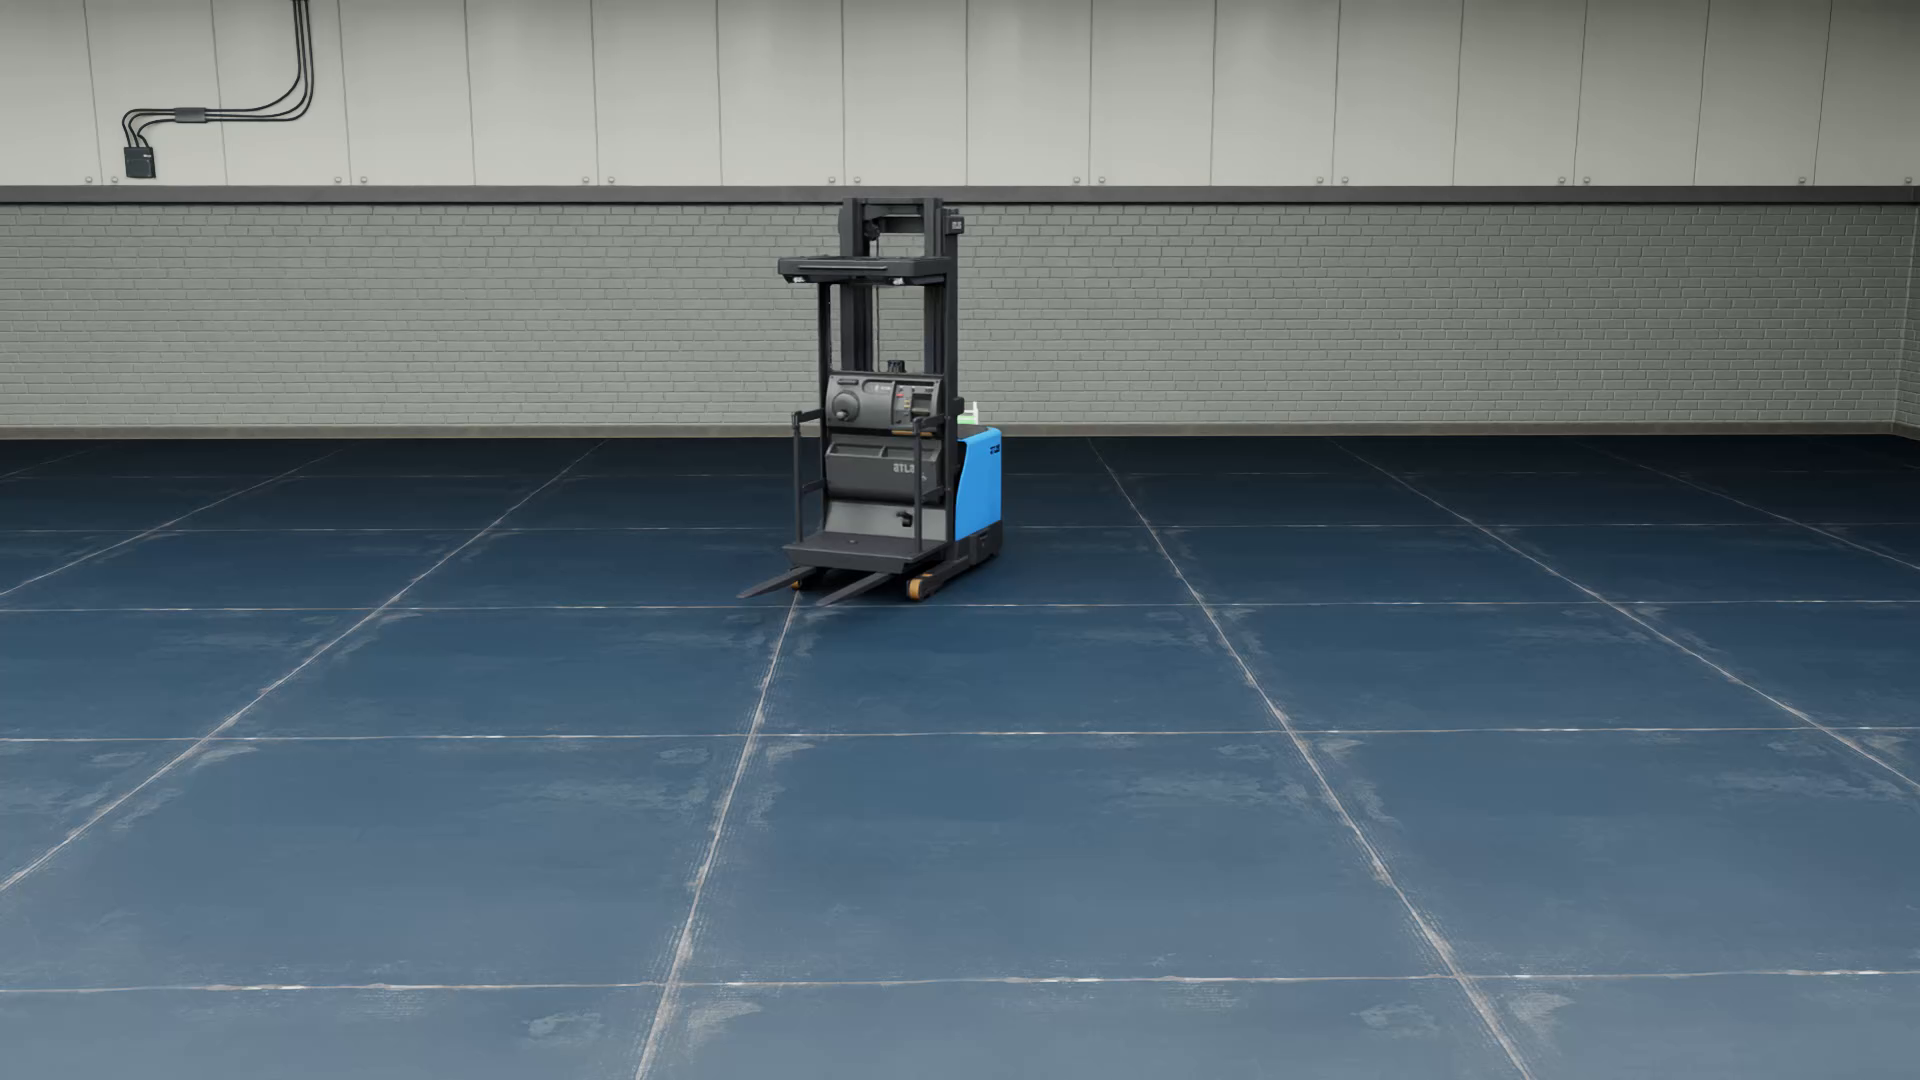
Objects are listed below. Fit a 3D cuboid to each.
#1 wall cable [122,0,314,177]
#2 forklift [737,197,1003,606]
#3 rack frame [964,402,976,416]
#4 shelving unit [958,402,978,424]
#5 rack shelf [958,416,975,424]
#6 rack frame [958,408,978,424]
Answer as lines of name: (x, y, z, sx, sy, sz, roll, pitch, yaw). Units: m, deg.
wall cable: (-8.908, -7.335, 19.527, 2.305, 6.003, 0.169, 0, 11, -1)
forklift: (-0.668, -1.080, 12.510, 1.130, 2.935, 3.031, 5, 12, 22)
rack frame: (0.020, -0.613, 14.562, 0.240, 1.200, 0.015, 0, 11, -1)
shelving unit: (0.024, -0.564, 14.323, 0.258, 1.200, 0.503, 0, 11, -1)
rack shelf: (0.024, -0.972, 14.241, 0.258, 0.148, 0.480, 0, 11, -1)
rack frame: (0.028, -0.516, 14.084, 0.240, 1.200, 0.015, 0, 11, -1)
